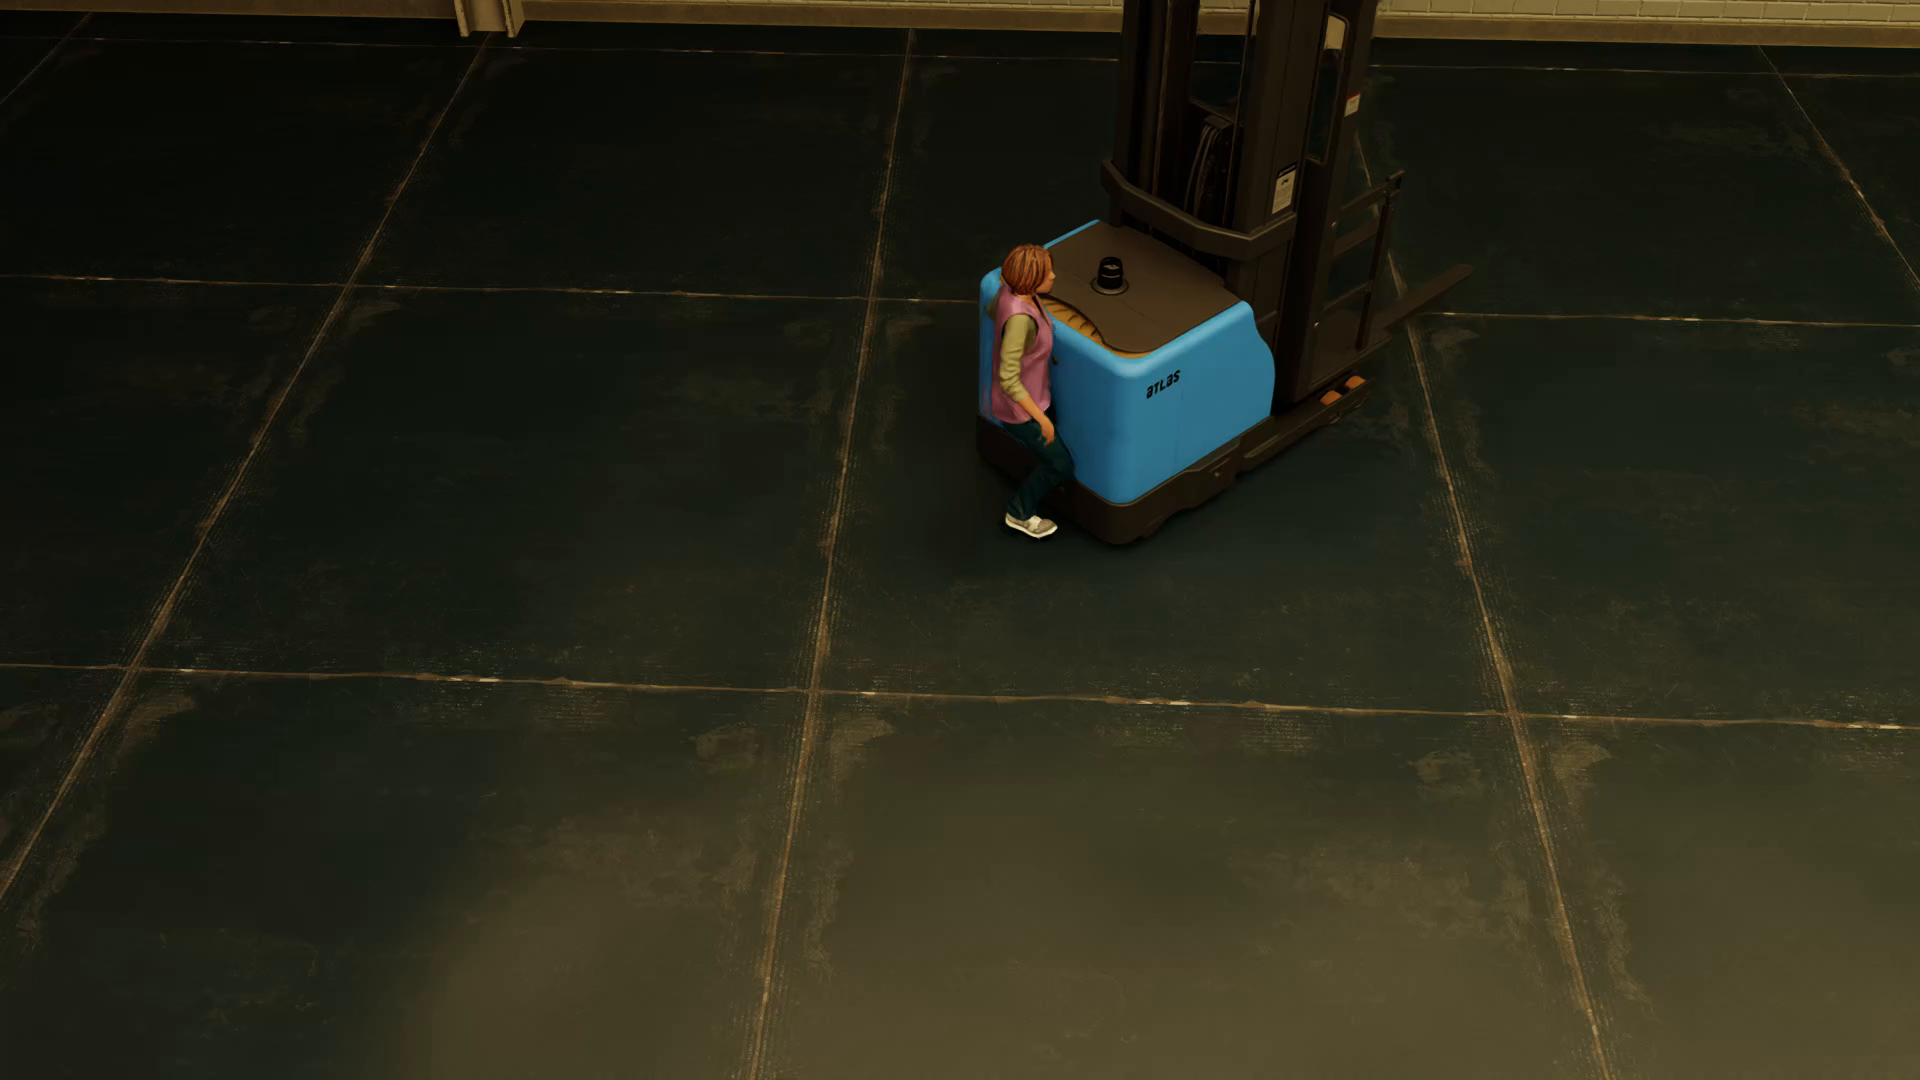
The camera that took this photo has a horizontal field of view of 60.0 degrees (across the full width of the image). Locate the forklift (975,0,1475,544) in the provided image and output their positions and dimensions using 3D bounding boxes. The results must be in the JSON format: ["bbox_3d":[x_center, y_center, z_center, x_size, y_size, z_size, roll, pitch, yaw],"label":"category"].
[{"bbox_3d":[1.512,-1.922,7.848,3.031,2.935,1.130,-31,51,-29],"label":"forklift"}]

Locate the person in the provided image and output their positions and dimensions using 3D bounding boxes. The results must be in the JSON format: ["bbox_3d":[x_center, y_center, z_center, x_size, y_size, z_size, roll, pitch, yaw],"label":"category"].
[{"bbox_3d":[0.475,-0.640,7.493,0.737,1.509,0.754,2,42,2],"label":"person"}]
